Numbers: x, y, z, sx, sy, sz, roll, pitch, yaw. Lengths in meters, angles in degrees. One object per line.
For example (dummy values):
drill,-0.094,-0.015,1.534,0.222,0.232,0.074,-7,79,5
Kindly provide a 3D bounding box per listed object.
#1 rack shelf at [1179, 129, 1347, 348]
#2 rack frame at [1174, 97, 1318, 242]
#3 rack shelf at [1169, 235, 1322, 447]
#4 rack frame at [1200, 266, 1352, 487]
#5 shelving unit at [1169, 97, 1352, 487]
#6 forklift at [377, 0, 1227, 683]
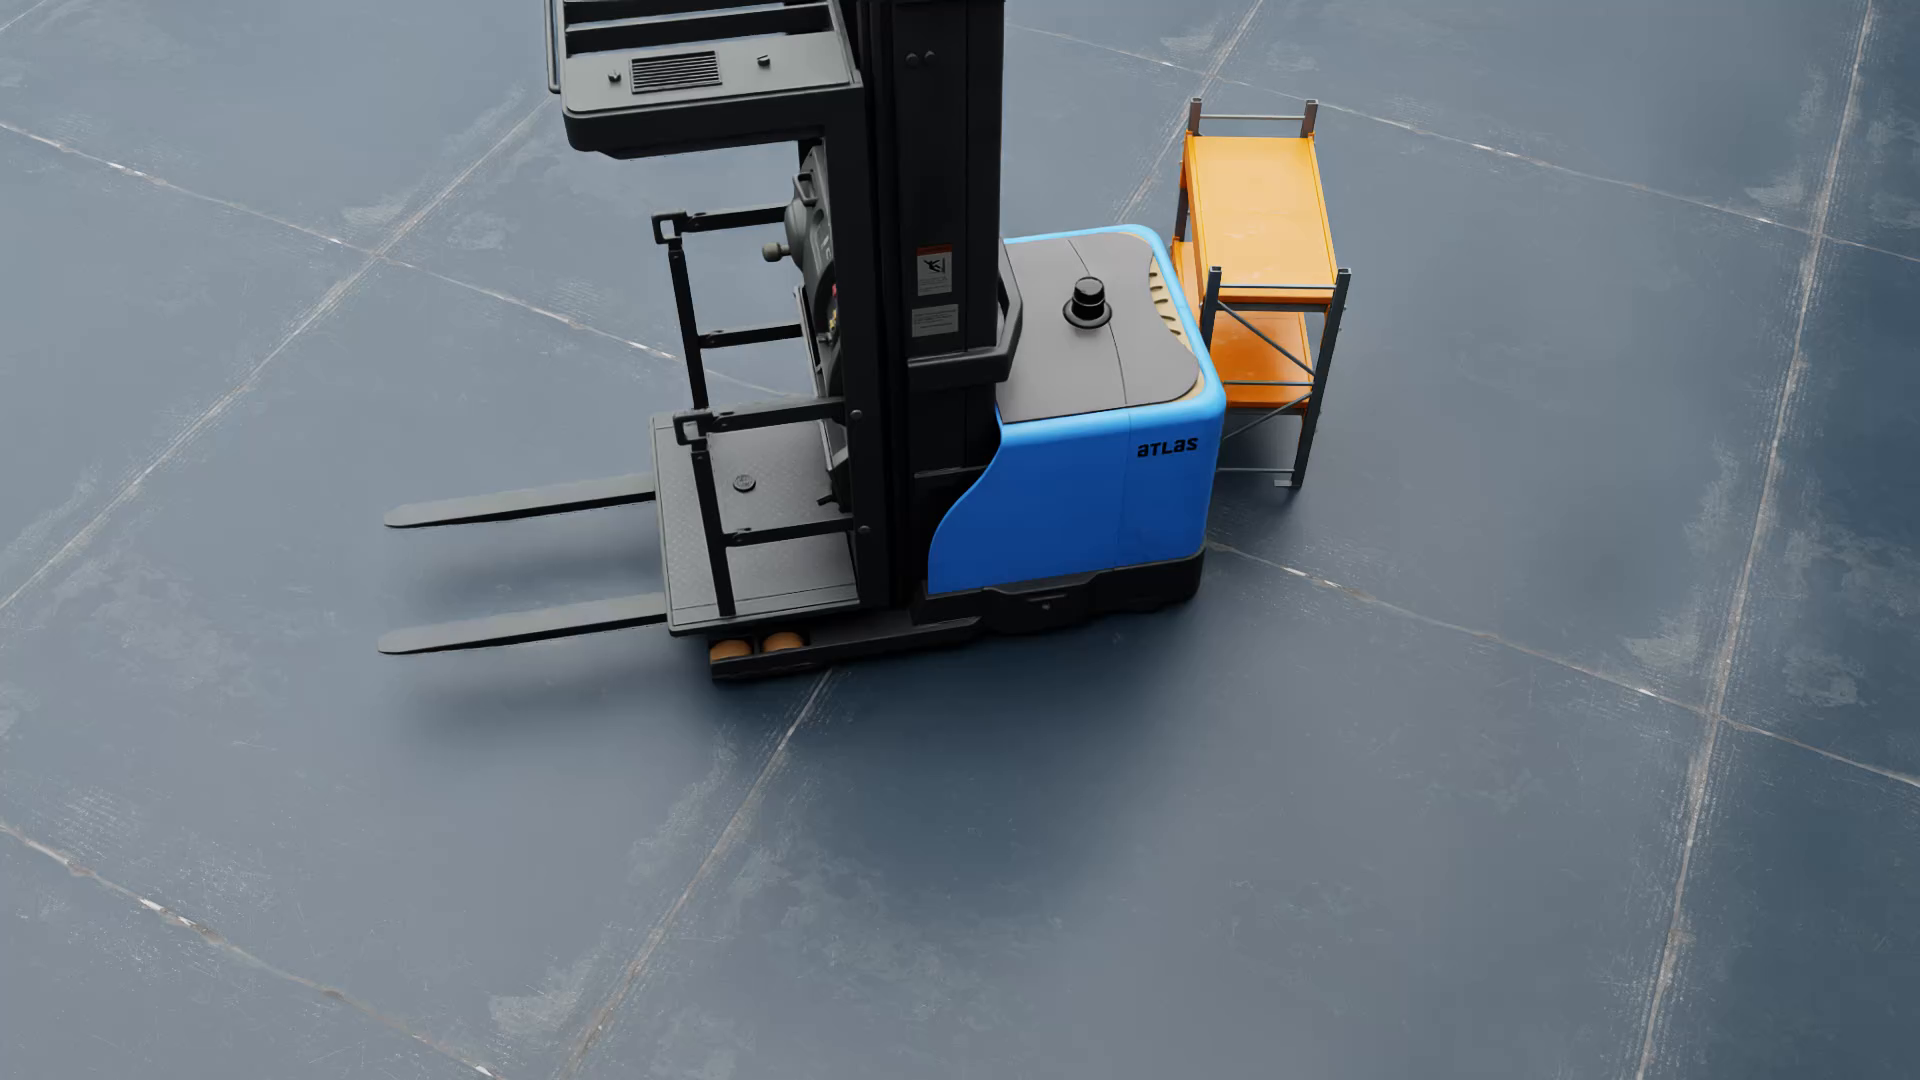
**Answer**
rack shelf,1.150,-1.172,6.440,0.538,0.278,1.000,1,50,1
rack frame,1.162,-1.369,6.992,0.500,1.125,0.032,1,50,1
rack shelf,1.150,-0.824,6.849,0.538,0.278,1.000,1,50,1
rack frame,1.138,-0.595,6.333,0.500,1.125,0.032,1,50,1
shelving unit,1.150,-0.982,6.662,0.538,1.125,1.048,1,50,1
forklift,-0.652,-0.869,5.380,3.031,2.935,1.130,-8,50,-7
